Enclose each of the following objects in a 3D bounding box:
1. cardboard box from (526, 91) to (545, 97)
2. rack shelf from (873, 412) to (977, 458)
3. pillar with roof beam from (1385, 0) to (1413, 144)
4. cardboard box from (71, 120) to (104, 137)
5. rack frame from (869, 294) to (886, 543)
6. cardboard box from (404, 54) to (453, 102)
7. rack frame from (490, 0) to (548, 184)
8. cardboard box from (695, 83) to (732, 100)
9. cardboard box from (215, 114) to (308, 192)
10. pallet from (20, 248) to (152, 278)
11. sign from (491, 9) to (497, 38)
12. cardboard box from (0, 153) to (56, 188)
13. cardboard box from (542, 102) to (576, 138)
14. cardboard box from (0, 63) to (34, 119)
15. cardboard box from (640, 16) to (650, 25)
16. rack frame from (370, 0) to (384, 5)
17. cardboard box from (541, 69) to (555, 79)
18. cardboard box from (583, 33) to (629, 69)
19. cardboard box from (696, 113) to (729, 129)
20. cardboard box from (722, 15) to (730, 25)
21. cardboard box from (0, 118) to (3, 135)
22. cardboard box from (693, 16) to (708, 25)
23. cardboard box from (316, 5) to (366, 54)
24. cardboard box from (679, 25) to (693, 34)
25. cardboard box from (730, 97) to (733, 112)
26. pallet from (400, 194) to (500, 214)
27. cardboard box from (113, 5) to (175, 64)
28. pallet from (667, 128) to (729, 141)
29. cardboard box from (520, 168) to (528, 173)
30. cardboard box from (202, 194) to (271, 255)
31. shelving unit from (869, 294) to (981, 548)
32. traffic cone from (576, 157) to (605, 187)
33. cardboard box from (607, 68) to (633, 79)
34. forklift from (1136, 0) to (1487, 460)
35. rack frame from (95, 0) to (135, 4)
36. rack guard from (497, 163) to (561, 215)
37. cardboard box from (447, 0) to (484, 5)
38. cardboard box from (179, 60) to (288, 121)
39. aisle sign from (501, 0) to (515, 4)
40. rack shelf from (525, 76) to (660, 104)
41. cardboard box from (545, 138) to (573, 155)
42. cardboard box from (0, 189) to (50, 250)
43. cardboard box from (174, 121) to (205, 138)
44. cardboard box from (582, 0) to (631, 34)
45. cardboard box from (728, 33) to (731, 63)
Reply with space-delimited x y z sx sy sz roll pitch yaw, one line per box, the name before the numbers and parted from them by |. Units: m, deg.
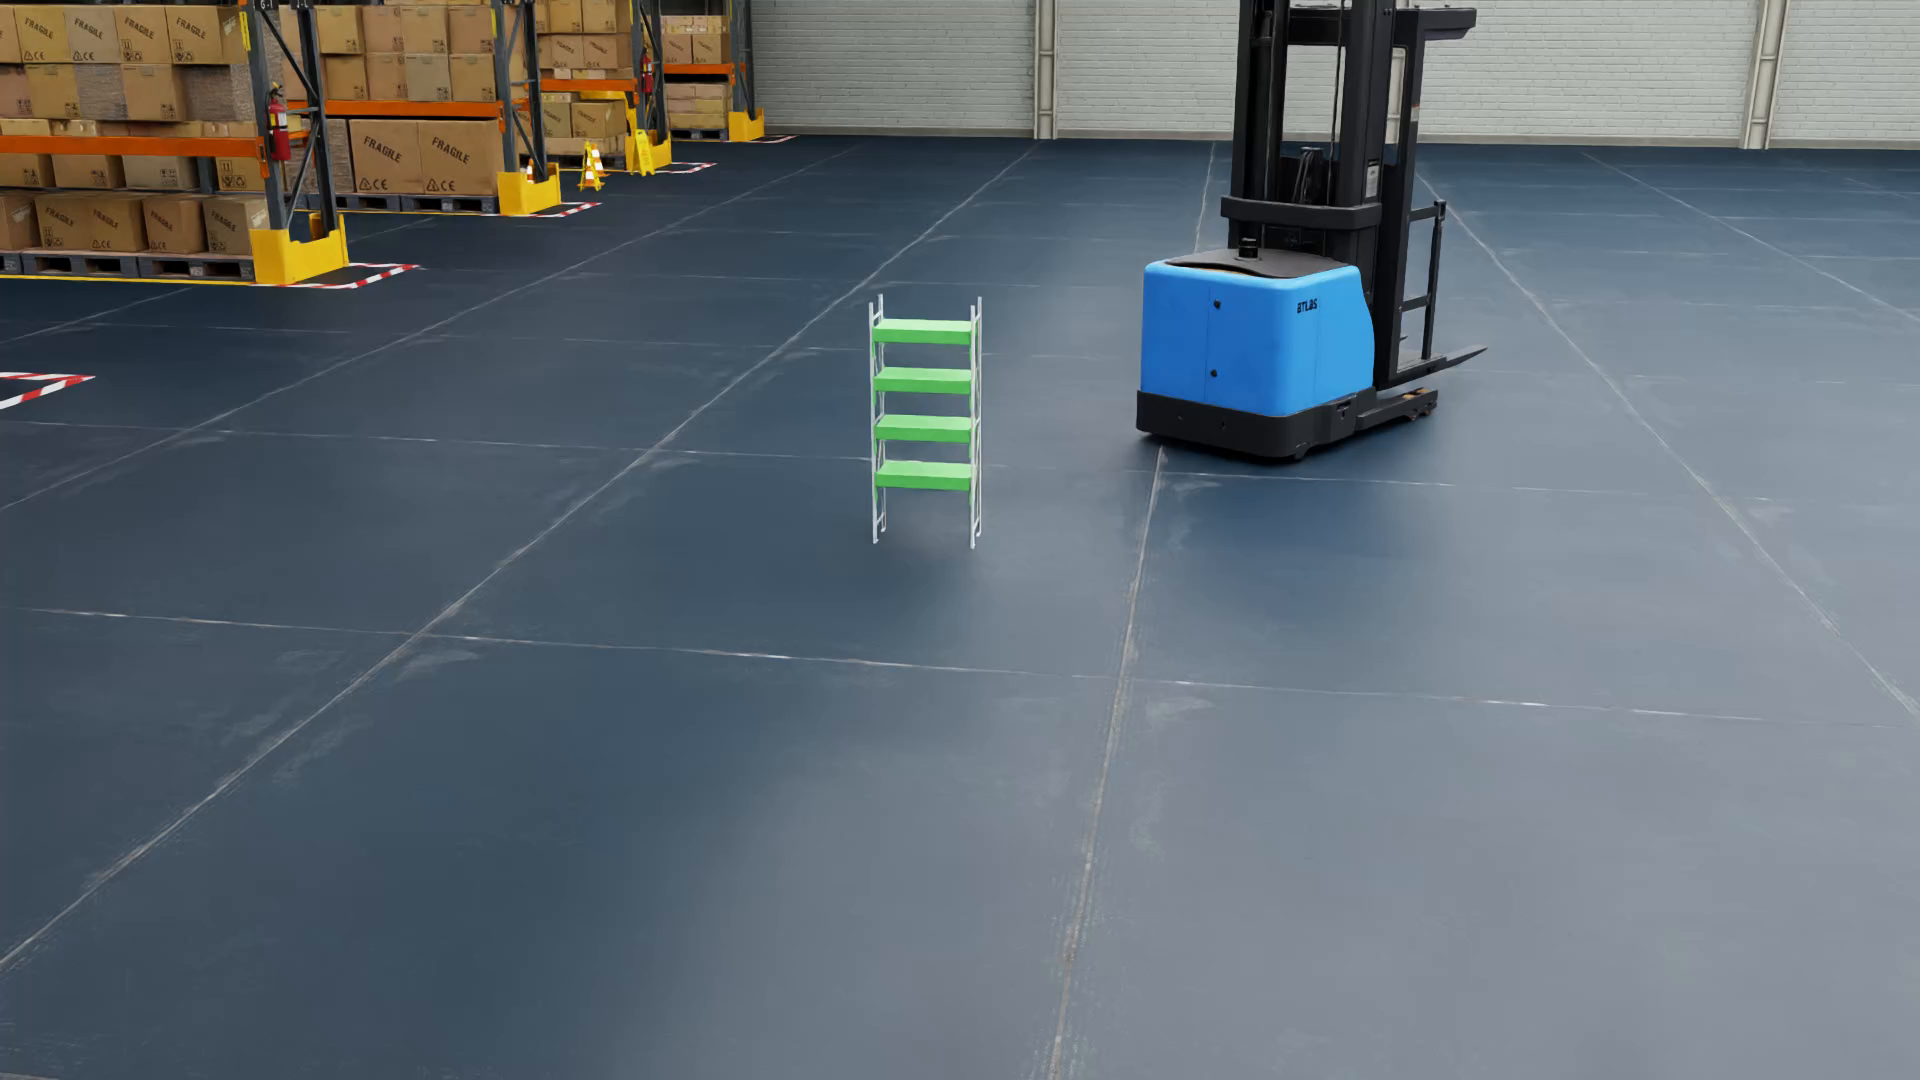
cardboard box | -6.339 -6.608 24.794 0.250 0.149 0.380 4 19 11
rack shelf | -0.163 -0.517 8.158 0.480 0.148 0.258 3 19 9
pillar with roof beam | 6.778 -9.831 23.504 0.400 9.000 9.100 3 19 9
cardboard box | -8.010 -3.835 15.433 0.250 0.149 0.380 3 19 9
rack frame | -0.404 -0.590 8.174 0.015 1.200 0.240 3 19 9
cardboard box | -6.231 -5.607 20.097 0.550 0.550 0.875 3 19 9
rack frame | -5.311 -5.511 20.045 0.127 3.000 1.000 3 19 9
cardboard box | -4.347 -7.917 29.332 0.500 0.250 0.500 4 19 10
cardboard box | -8.651 -4.850 20.757 0.875 0.875 0.875 3 19 9
pallet | -8.271 -2.757 16.211 1.213 0.211 1.003 3 19 9
sign | -5.411 -6.003 19.318 0.005 0.325 0.100 3 19 9
cardboard box | -11.759 -4.944 21.235 0.750 0.750 1.050 3 19 9
cardboard box | -5.974 -6.301 24.898 0.500 0.500 0.500 4 19 11
cardboard box | -8.715 -4.280 15.740 0.500 0.500 0.875 3 19 9
cardboard box | -5.506 -9.103 29.132 0.250 0.149 0.380 3 19 10
rack frame | -8.575 -7.268 25.297 0.127 3.000 1.000 3 19 9
cardboard box | -6.036 -6.957 24.764 0.250 0.149 0.380 3 19 9
cardboard box | -5.206 -7.196 24.456 0.500 0.500 0.500 3 19 8
cardboard box | -4.356 -7.442 29.488 0.500 0.250 0.500 3 19 9
cardboard box | -4.140 -9.202 29.428 0.250 0.149 0.380 3 19 8
cardboard box | -8.998 -3.883 15.578 0.250 0.149 0.380 3 19 9
cardboard box | -4.478 -9.072 29.042 0.250 0.149 0.380 3 19 9
cardboard box | -7.305 -6.180 20.108 0.500 0.550 0.875 3 19 9
cardboard box | -4.733 -8.942 29.121 0.250 0.149 0.380 3 19 10
cardboard box | -4.274 -7.843 29.899 0.500 0.250 0.500 3 19 10
pallet | -6.113 -4.204 20.535 1.213 0.211 1.003 3 19 9
cardboard box | -7.275 -4.598 15.116 0.500 0.500 0.500 3 19 9
pallet | -4.604 -7.325 29.862 1.213 0.211 1.003 3 19 9
cardboard box | -6.240 -5.148 23.453 0.250 0.149 0.380 14 23 37
cardboard box | -6.812 -3.012 15.856 0.500 0.500 0.500 7 20 19
shelving unit | -0.163 -0.577 8.138 0.503 1.200 0.258 3 19 9
traffic cone | -5.096 -5.116 22.864 0.334 0.463 0.336 3 19 9
cardboard box | -5.029 -6.899 24.591 0.250 0.149 0.380 4 19 10
forklift | 2.431 -2.245 10.395 1.130 2.935 3.031 16 24 39
rack frame | -15.691 -9.226 31.148 0.127 3.000 1.000 3 19 9
rack guard | -5.288 -4.324 20.438 0.348 0.500 1.175 3 19 9
cardboard box | -7.183 -7.774 24.608 0.500 0.500 0.700 3 19 7
cardboard box | -6.737 -4.187 15.462 0.500 0.500 0.875 3 19 9
aisle sign | -5.289 -6.646 19.341 0.004 0.787 0.394 3 19 9
rack shelf | -6.601 -6.826 25.110 4.000 0.370 1.077 3 19 9
cardboard box | -5.977 -5.947 25.020 0.500 0.250 0.500 3 19 9
cardboard box | -9.192 -3.118 16.171 0.500 0.500 0.500 9 21 26
cardboard box | -7.014 -3.802 15.333 0.250 0.149 0.380 3 19 9
cardboard box | -5.165 -7.686 24.346 0.500 0.500 0.700 2 19 7
cardboard box | -4.288 -8.781 29.662 0.500 0.500 0.500 4 19 10
